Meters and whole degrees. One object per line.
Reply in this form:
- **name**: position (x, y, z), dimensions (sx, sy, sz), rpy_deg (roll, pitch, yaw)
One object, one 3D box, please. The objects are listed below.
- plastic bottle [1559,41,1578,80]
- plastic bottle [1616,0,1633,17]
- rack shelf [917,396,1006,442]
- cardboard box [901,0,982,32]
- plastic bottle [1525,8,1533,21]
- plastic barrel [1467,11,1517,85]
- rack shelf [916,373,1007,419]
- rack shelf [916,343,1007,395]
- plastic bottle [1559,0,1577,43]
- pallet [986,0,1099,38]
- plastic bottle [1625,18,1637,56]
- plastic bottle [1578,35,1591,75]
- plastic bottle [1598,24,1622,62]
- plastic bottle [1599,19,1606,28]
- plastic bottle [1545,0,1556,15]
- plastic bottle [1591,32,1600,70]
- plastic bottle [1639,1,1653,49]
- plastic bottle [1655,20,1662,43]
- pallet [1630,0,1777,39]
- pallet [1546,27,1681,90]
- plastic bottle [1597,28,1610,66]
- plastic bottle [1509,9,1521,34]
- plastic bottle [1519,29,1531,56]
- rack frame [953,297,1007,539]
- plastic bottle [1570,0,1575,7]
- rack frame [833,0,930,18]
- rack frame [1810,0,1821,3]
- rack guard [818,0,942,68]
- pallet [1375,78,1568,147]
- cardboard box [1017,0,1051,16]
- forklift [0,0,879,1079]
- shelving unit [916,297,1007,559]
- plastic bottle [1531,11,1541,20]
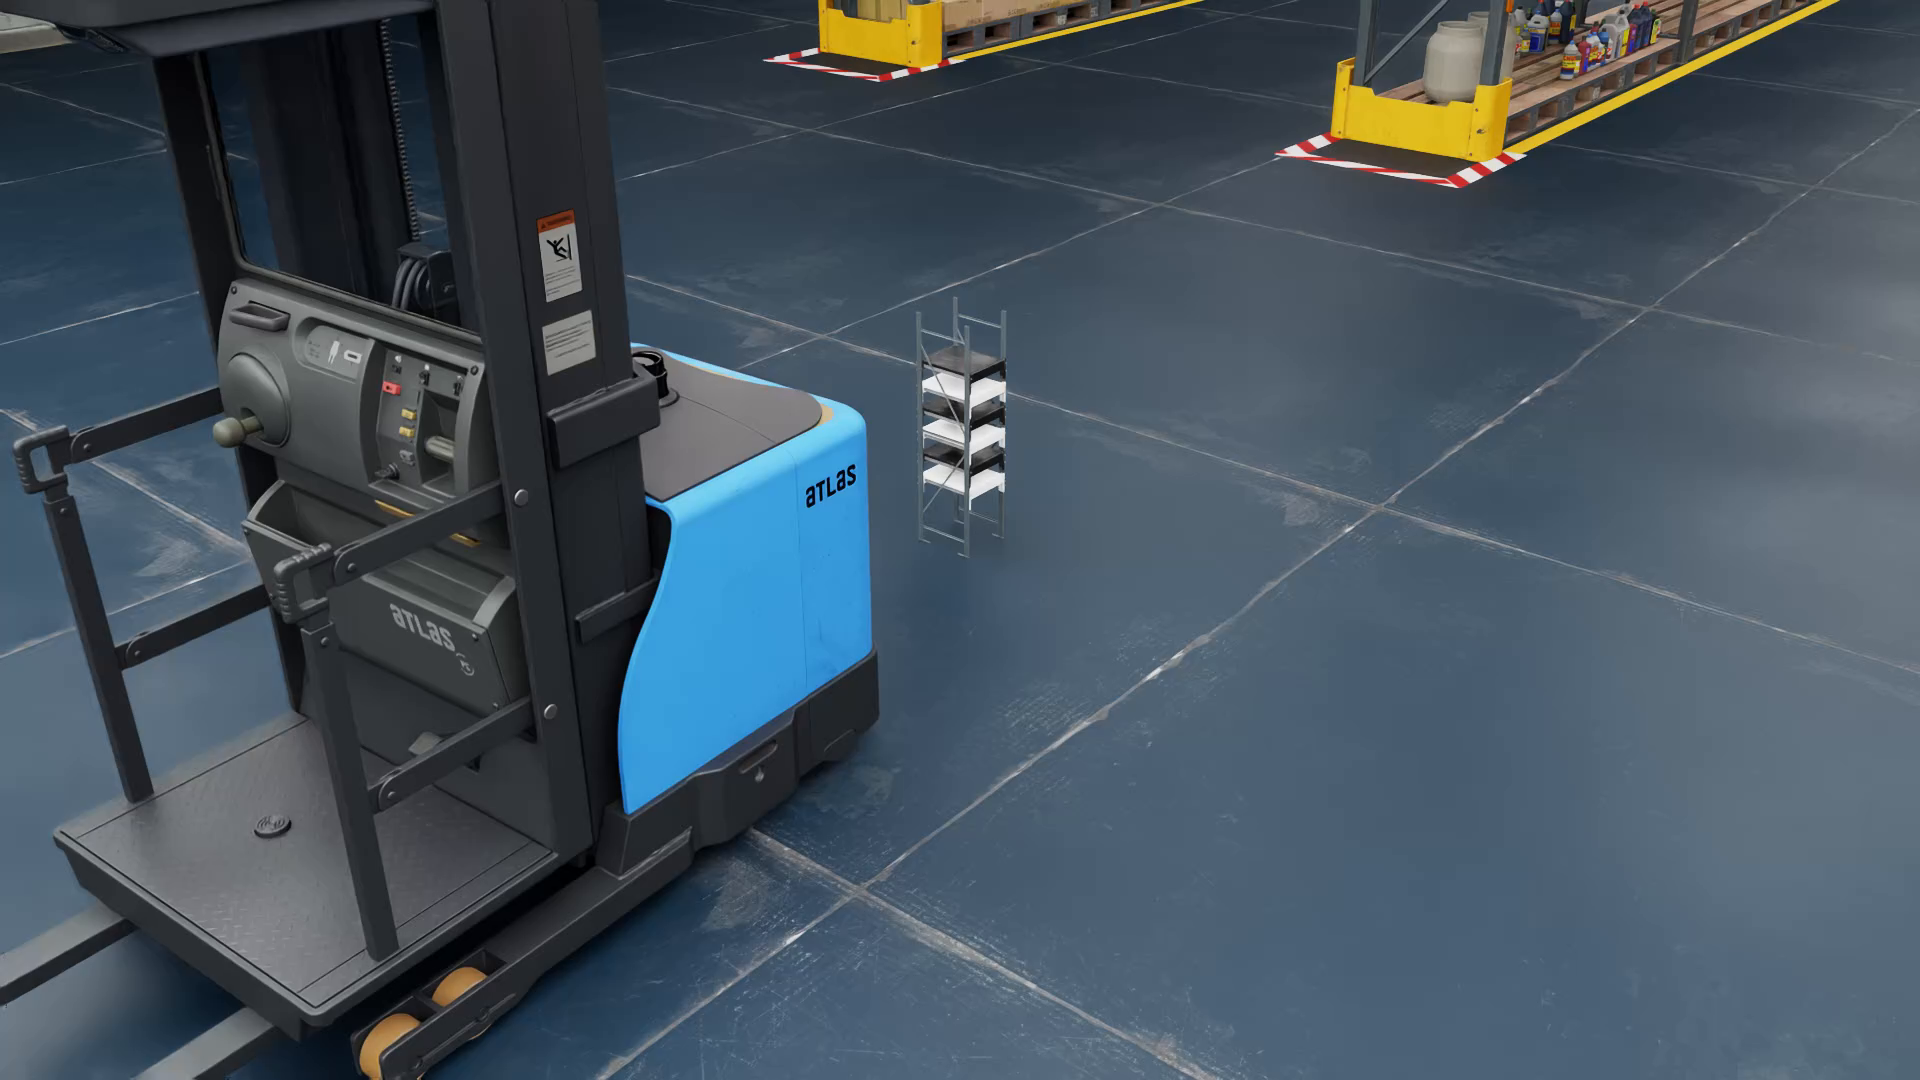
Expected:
- **plastic bottle**: position (4.543, -3.582, 12.399), dimensions (0.097, 0.271, 0.097), rpy_deg (0, 27, 0)
- **plastic bottle**: position (5.395, -4.213, 13.533), dimensions (0.144, 0.351, 0.185), rpy_deg (21, 34, 34)
- **rack shelf**: position (0.005, -0.453, 6.023), dimensions (0.258, 0.077, 0.200), rpy_deg (21, 34, 34)
- **cardboard box**: position (-0.158, -4.586, 14.385), dimensions (0.500, 0.250, 0.500), rpy_deg (21, 34, 34)
- **plastic bottle**: position (4.603, -4.175, 13.534), dimensions (0.061, 0.283, 0.133), rpy_deg (23, 35, 37)
- **plastic barrel**: position (3.828, -3.561, 12.120), dimensions (0.421, 0.512, 0.421), rpy_deg (0, 27, 0)
- **rack shelf**: position (0.005, -0.533, 5.981), dimensions (0.258, 0.077, 0.200), rpy_deg (21, 34, 34)
- **rack shelf**: position (0.005, -0.613, 5.940), dimensions (0.258, 0.077, 0.200), rpy_deg (21, 34, 34)
- **plastic bottle**: position (4.971, -4.276, 13.656), dimensions (0.144, 0.351, 0.185), rpy_deg (21, 34, 34)
- **pallet**: position (0.560, -4.971, 15.629), dimensions (1.003, 0.211, 1.213), rpy_deg (21, 34, 34)
- **plastic bottle**: position (5.313, -4.003, 13.200), dimensions (0.061, 0.283, 0.133), rpy_deg (23, 35, 38)
- **plastic bottle**: position (4.701, -3.662, 12.541), dimensions (0.061, 0.283, 0.133), rpy_deg (21, 34, 35)
- **plastic bottle**: position (5.073, -3.898, 13.007), dimensions (0.152, 0.276, 0.135), rpy_deg (21, 34, 35)
- **plastic bottle**: position (5.084, -3.979, 13.155), dimensions (0.061, 0.283, 0.133), rpy_deg (21, 34, 34)
- **plastic bottle**: position (4.860, -4.318, 13.737), dimensions (0.144, 0.351, 0.185), rpy_deg (22, 34, 36)
- **plastic bottle**: position (4.825, -3.739, 12.703), dimensions (0.097, 0.271, 0.097), rpy_deg (0, 27, 0)
- **plastic bottle**: position (5.507, -4.171, 13.452), dimensions (0.144, 0.351, 0.185), rpy_deg (20, 33, 33)
- **plastic bottle**: position (5.703, -4.197, 13.665), dimensions (0.097, 0.201, 0.097), rpy_deg (0, 27, 0)
- **pallet**: position (6.939, -4.950, 15.589), dimensions (1.003, 0.211, 1.213), rpy_deg (21, 34, 34)
- **pallet**: position (5.234, -4.000, 13.752), dimensions (1.003, 0.211, 1.213), rpy_deg (21, 34, 34)
- **plastic bottle**: position (4.954, -3.810, 12.842), dimensions (0.097, 0.271, 0.097), rpy_deg (0, 27, 0)
- **plastic bottle**: position (4.351, -4.035, 13.189), dimensions (0.144, 0.351, 0.185), rpy_deg (22, 35, 36)
- **plastic bottle**: position (4.472, -3.949, 13.185), dimensions (0.097, 0.201, 0.097), rpy_deg (0, 27, 0)
- **rack frame**: position (0.070, -0.439, 6.118), dimensions (0.240, 0.900, 0.006), rpy_deg (21, 34, 34)
- **plastic bottle**: position (5.153, -4.463, 14.103), dimensions (0.097, 0.271, 0.097), rpy_deg (0, 27, 0)
- **rack frame**: position (-0.670, -5.495, 13.608), dimensions (1.000, 3.000, 0.127), rpy_deg (21, 34, 34)
- **rack frame**: position (8.238, -6.883, 16.290), dimensions (1.000, 3.000, 0.127), rpy_deg (21, 34, 34)
- **rack guard**: position (-0.686, -4.376, 14.166), dimensions (1.175, 0.500, 0.348), rpy_deg (21, 34, 34)
- **pallet**: position (3.682, -3.135, 12.080), dimensions (1.003, 0.211, 1.213), rpy_deg (21, 34, 34)
- **cardboard box**: position (0.476, -4.941, 15.072), dimensions (0.500, 0.250, 0.500), rpy_deg (21, 34, 34)
- **forklift**: position (-1.522, -0.297, 3.635), dimensions (1.130, 2.935, 3.031), rpy_deg (19, 33, 32)
- **shelving unit**: position (0.005, -0.403, 6.049), dimensions (0.258, 0.900, 0.210), rpy_deg (21, 34, 34)
- **plastic bottle**: position (4.675, -4.153, 13.504), dimensions (0.097, 0.271, 0.097), rpy_deg (0, 27, 0)
